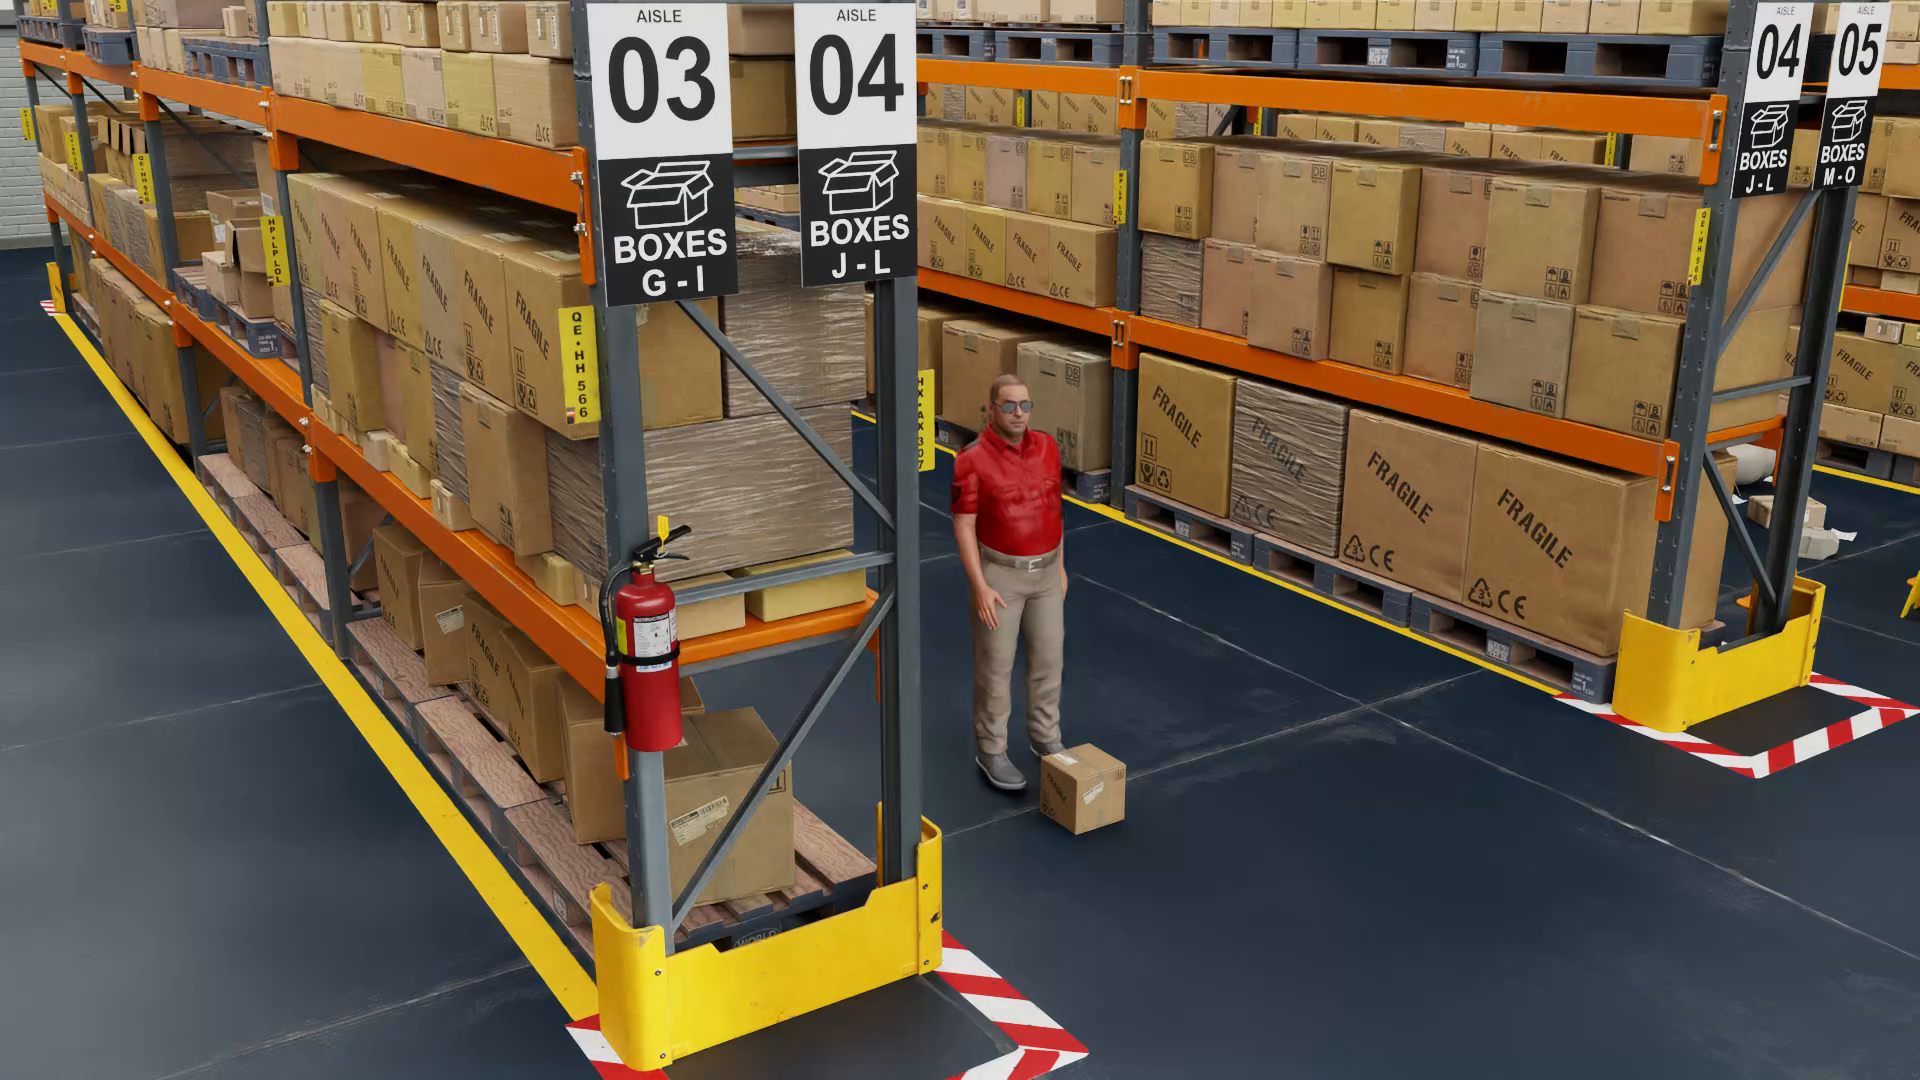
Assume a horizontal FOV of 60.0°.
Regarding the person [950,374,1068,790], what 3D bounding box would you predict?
[{"bbox_3d":[0.253,0.181,6.965,0.561,1.744,0.422,-11,21,-31],"label":"person"}]
